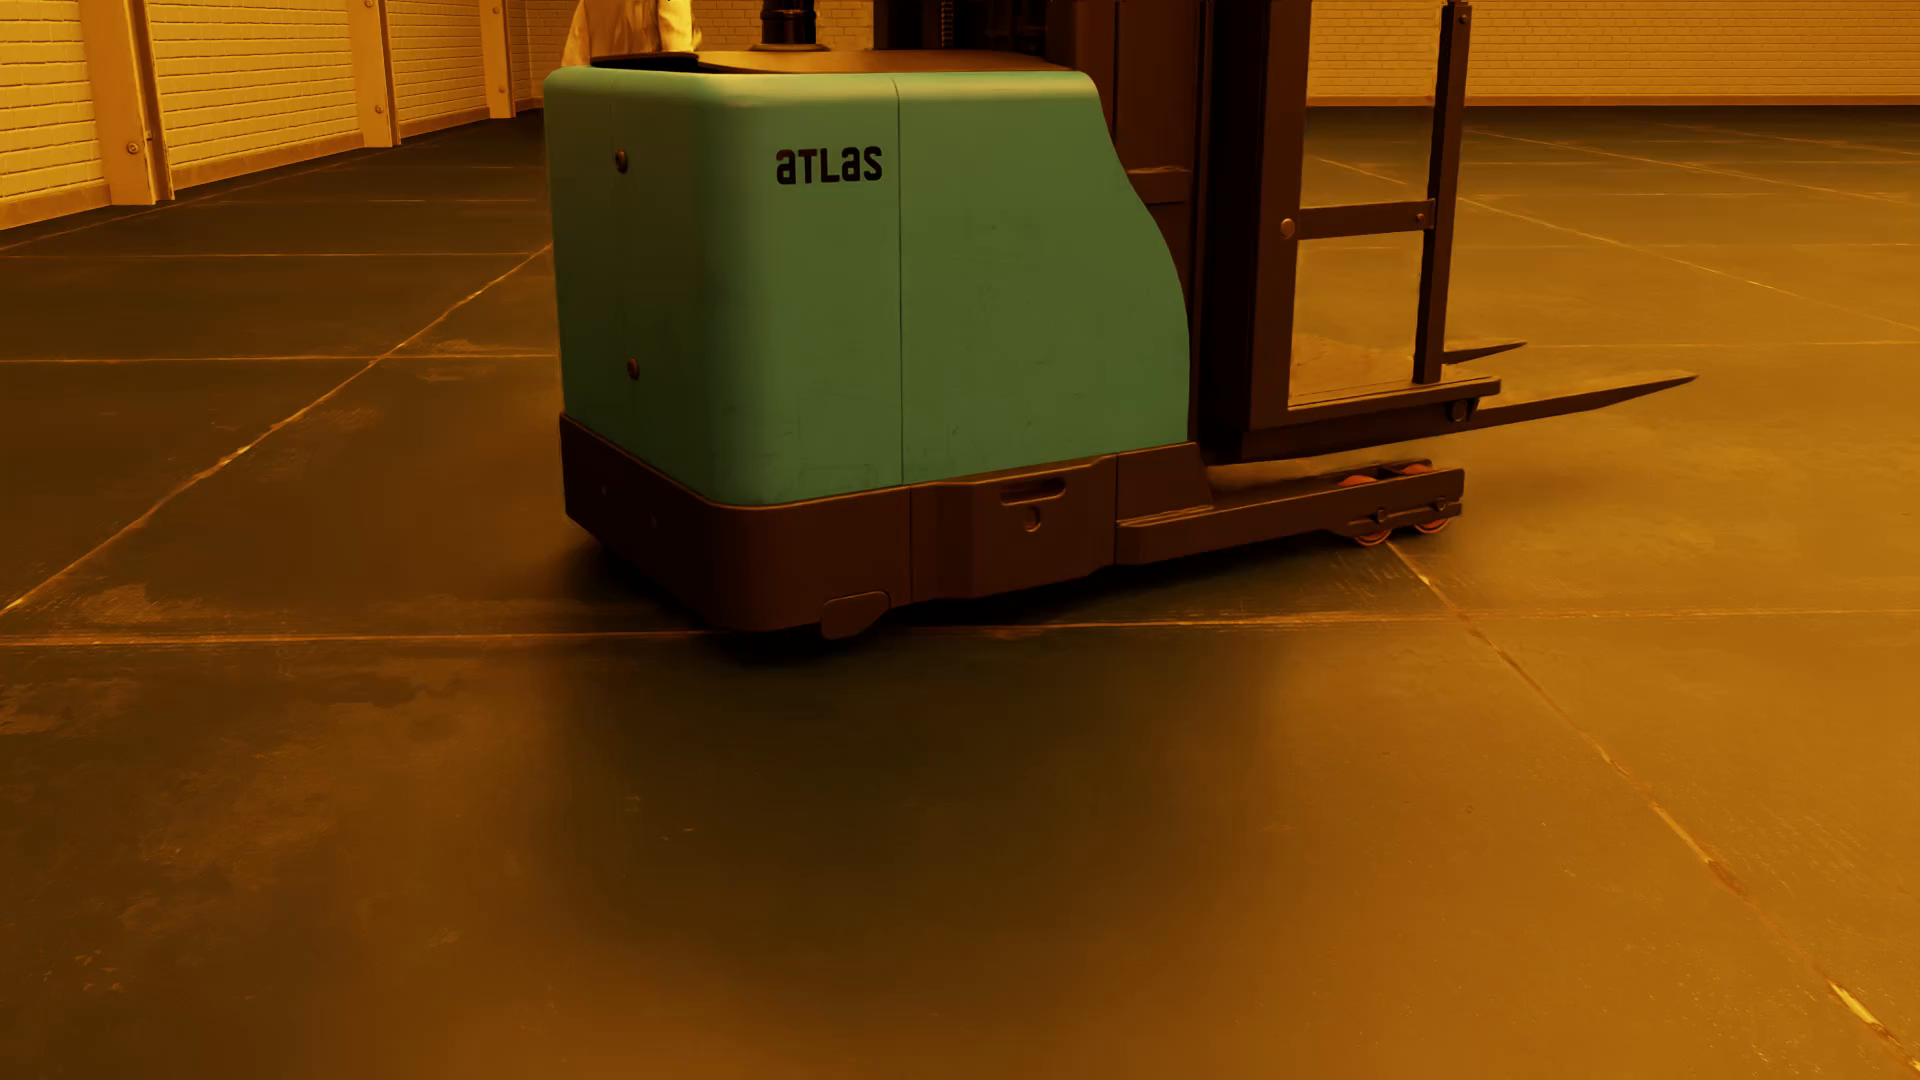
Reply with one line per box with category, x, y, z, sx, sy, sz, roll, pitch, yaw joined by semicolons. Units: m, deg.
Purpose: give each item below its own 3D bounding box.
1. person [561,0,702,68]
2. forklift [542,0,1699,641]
person;-0.912;-1.051;4.714;0.727;1.564;0.390;13;21;35
forklift;0.610;-1.508;3.838;3.031;2.935;1.130;-10;20;-29
